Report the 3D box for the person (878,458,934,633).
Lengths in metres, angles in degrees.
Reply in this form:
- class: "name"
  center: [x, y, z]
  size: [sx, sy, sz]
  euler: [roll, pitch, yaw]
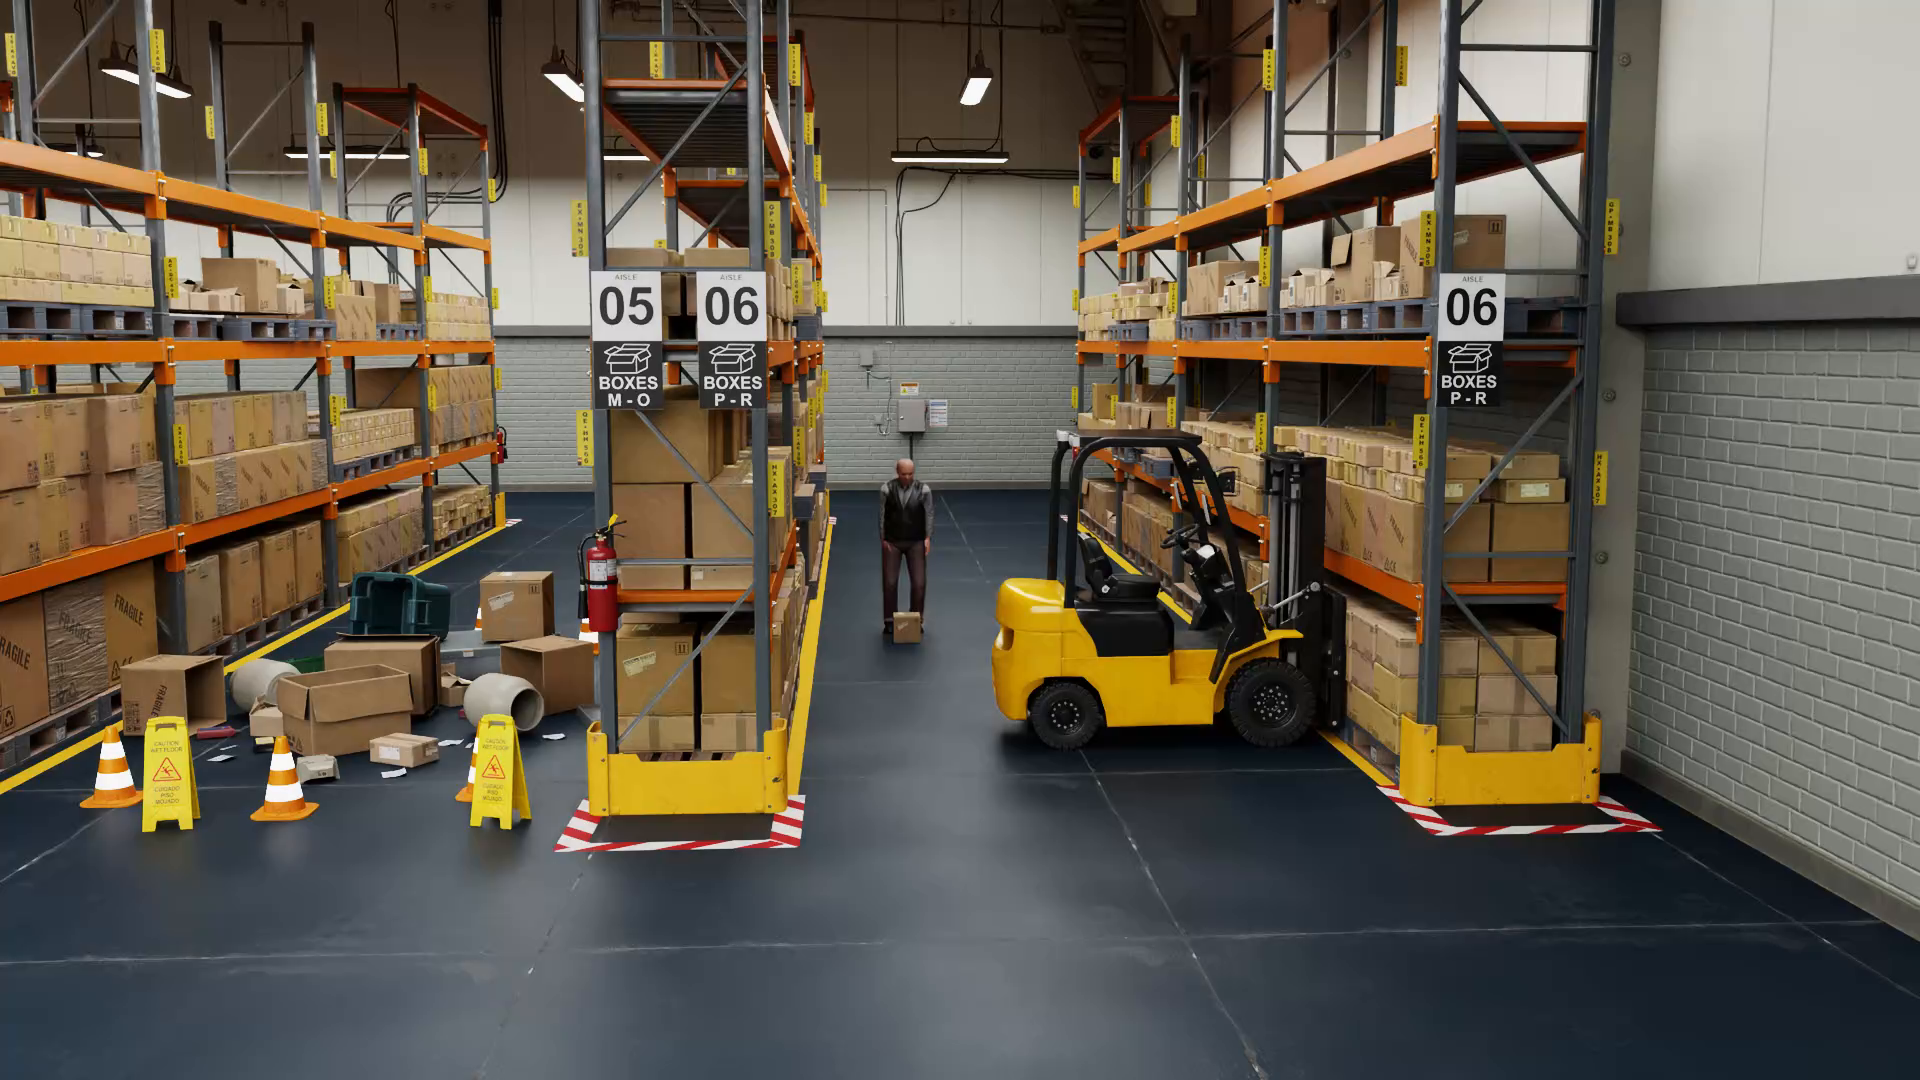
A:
- class: "person"
  center: [-0.521, 0.049, 16.074]
  size: [0.546, 1.697, 0.385]
  euler: [0, 7, -2]
